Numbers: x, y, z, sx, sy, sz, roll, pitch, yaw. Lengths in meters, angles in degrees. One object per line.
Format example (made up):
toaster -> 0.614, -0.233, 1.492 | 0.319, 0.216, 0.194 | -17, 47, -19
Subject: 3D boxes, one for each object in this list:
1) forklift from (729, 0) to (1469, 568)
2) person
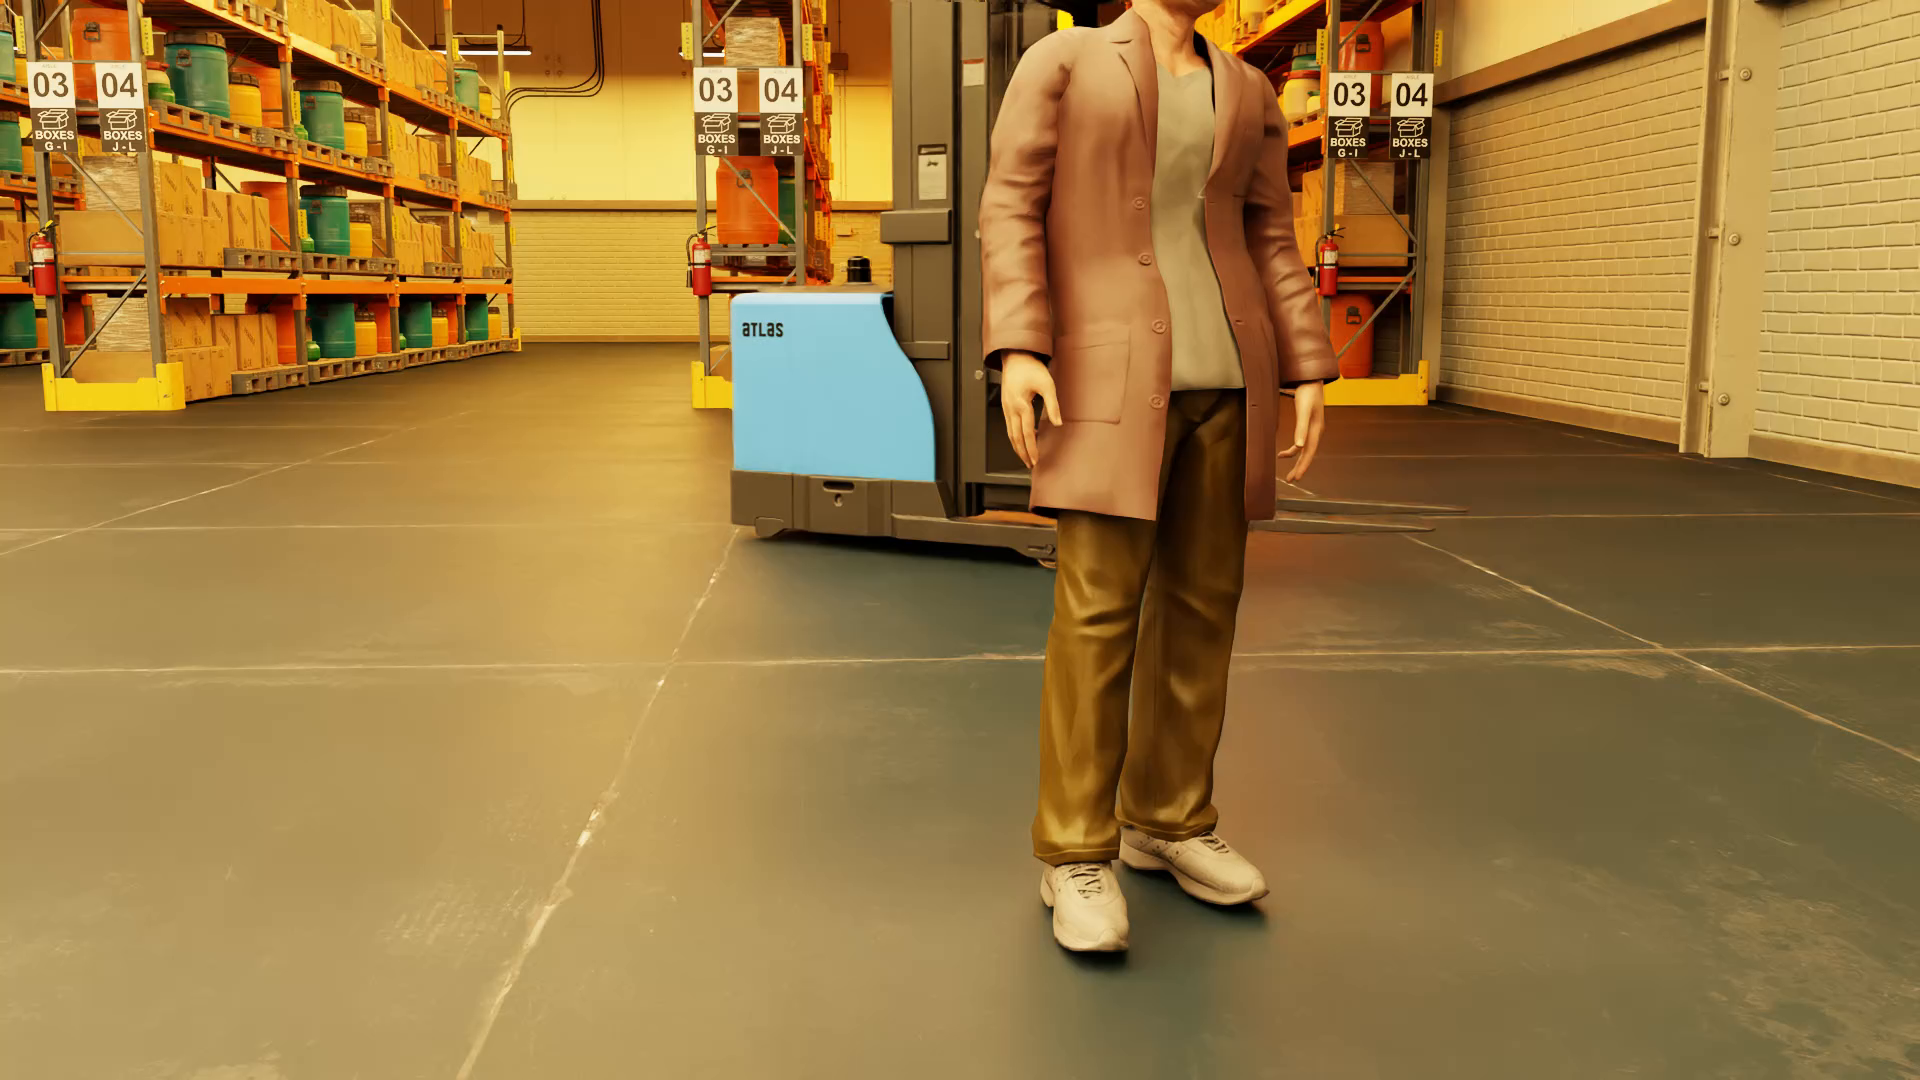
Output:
forklift -> 0.534, -1.413, 6.849 | 3.031, 2.935, 1.130 | 4, 10, 28
person -> 0.393, -0.250, 2.888 | 0.695, 1.776, 0.582 | -3, 9, -21
